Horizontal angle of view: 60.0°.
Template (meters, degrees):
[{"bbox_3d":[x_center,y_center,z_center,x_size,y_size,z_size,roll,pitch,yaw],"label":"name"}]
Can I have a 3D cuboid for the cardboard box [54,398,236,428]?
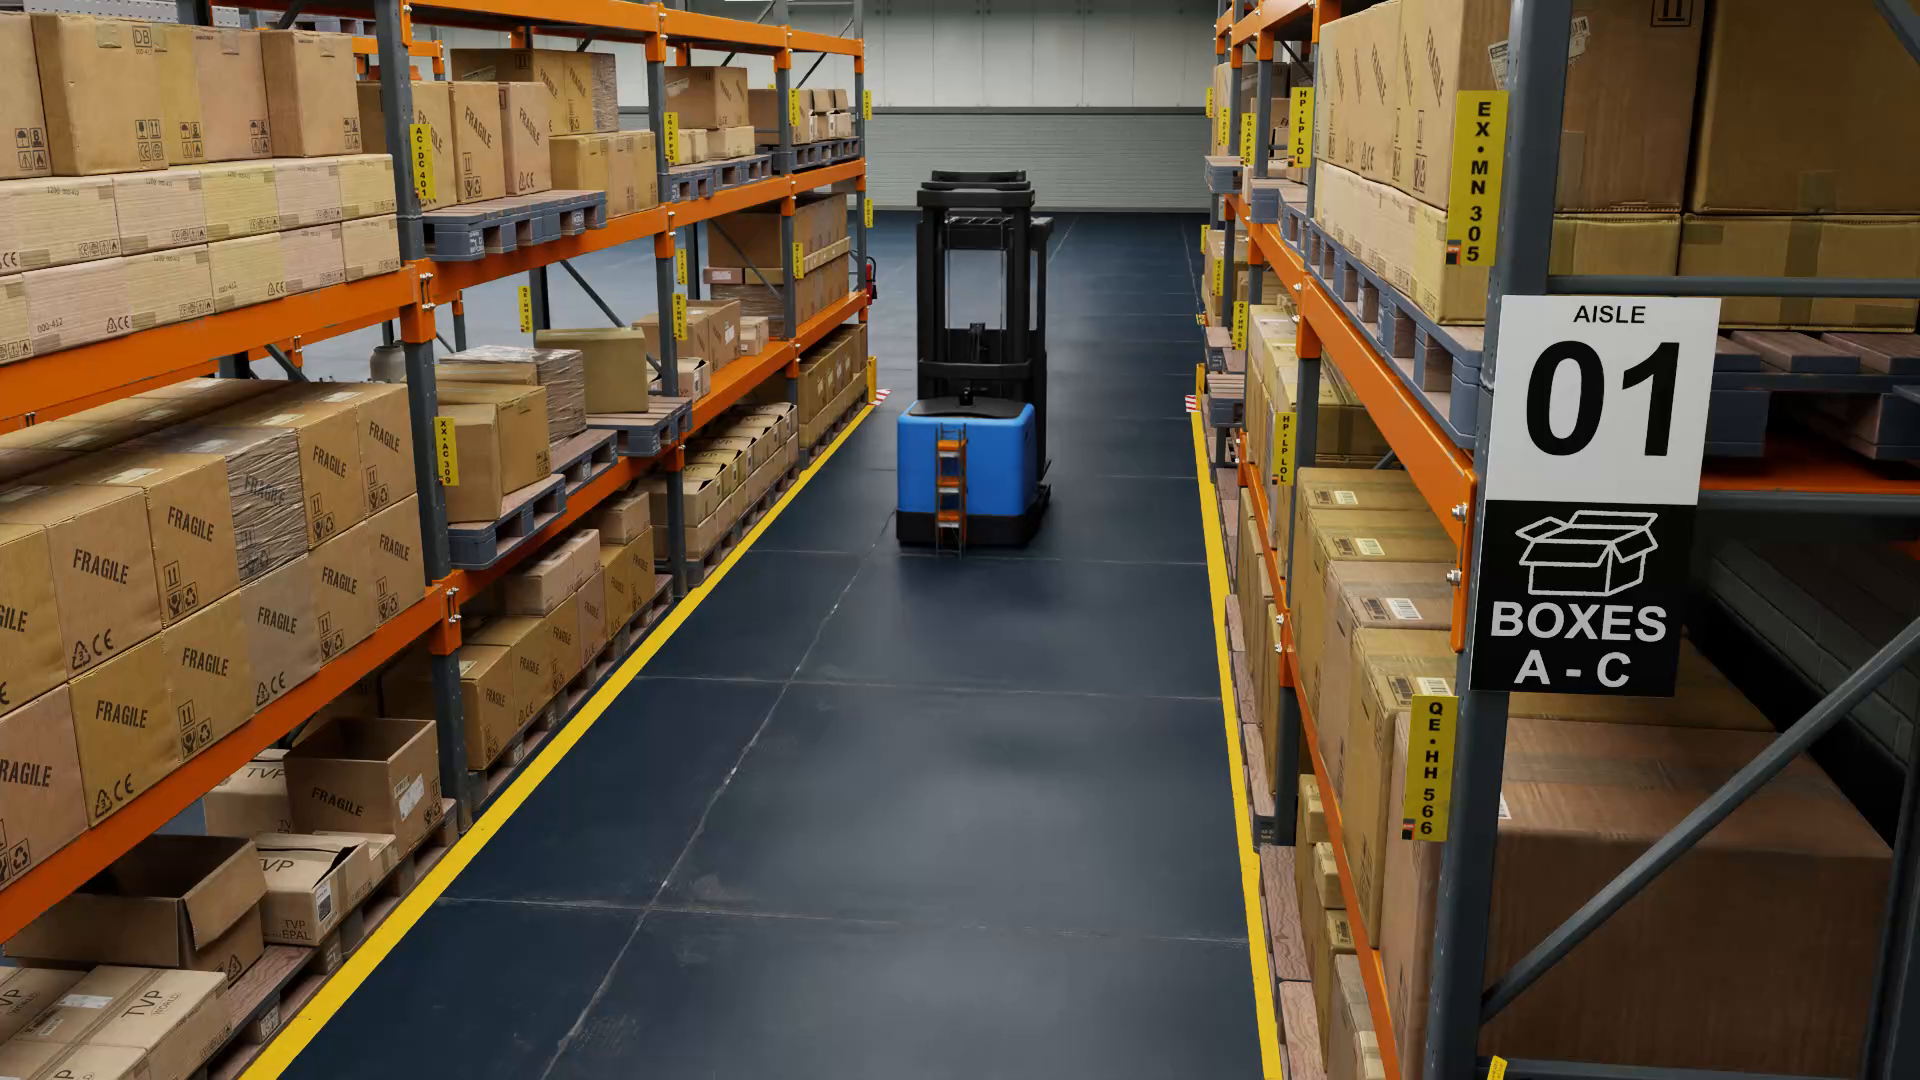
[{"bbox_3d":[-3.340,-0.294,6.897,0.500,0.500,0.500,1,15,5],"label":"cardboard box"}]

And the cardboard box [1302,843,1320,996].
[{"bbox_3d":[1.727,1.459,6.504,0.700,0.500,0.500,2,15,6],"label":"cardboard box"}]

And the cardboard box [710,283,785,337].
[{"bbox_3d":[-2.003,-2.249,16.043,0.700,0.500,0.500,1,15,5],"label":"cardboard box"}]

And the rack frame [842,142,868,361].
[{"bbox_3d":[-1.595,-3.123,19.466,1.000,3.000,0.127,2,15,6],"label":"rack frame"}]

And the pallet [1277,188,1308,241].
[{"bbox_3d":[2.282,-1.802,9.194,1.003,0.211,1.213,2,15,9],"label":"pallet"}]

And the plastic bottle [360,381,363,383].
[{"bbox_3d":[-6.395,-1.523,17.779,0.144,0.351,0.185,2,15,6],"label":"plastic bottle"}]

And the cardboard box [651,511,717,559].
[{"bbox_3d":[-2.147,-0.051,12.567,0.500,0.250,0.500,2,15,6],"label":"cardboard box"}]

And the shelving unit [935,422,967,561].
[{"bbox_3d":[-0.072,-0.380,13.058,0.215,1.050,0.252,2,15,8],"label":"shelving unit"}]

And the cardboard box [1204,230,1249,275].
[{"bbox_3d":[2.975,-3.163,18.424,0.500,0.500,0.500,2,15,6],"label":"cardboard box"}]

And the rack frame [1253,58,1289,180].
[{"bbox_3d":[2.425,-3.800,10.474,1.000,3.000,0.127,2,15,6],"label":"rack frame"}]

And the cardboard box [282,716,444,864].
[{"bbox_3d":[-2.732,1.139,7.648,0.500,0.500,0.500,2,15,6],"label":"cardboard box"}]

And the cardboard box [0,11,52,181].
[{"bbox_3d":[-3.268,-1.346,5.041,0.700,0.500,0.500,2,15,6],"label":"cardboard box"}]

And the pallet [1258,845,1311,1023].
[{"bbox_3d":[1.810,1.675,7.063,1.003,0.211,1.213,2,15,6],"label":"pallet"}]

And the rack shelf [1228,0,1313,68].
[{"bbox_3d":[2.650,-3.778,12.538,1.077,0.370,4.000,2,15,6],"label":"rack shelf"}]

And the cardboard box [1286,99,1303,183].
[{"bbox_3d":[2.428,-2.487,10.332,0.700,0.500,0.500,1,15,2],"label":"cardboard box"}]

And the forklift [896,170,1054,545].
[{"bbox_3d":[0.216,-1.711,14.376,1.130,2.935,3.031,2,15,8],"label":"forklift"}]

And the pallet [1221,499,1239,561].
[{"bbox_3d":[2.655,-0.076,13.537,1.003,0.211,1.213,2,15,6],"label":"pallet"}]

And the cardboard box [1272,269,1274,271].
[{"bbox_3d":[3.137,-2.356,15.441,0.500,0.500,0.500,1,15,5],"label":"cardboard box"}]

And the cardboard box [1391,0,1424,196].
[{"bbox_3d":[1.401,-1.145,4.256,0.500,0.500,0.500,2,15,8],"label":"cardboard box"}]

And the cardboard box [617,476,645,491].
[{"bbox_3d":[-2.683,-0.338,12.553,0.500,0.311,0.500,2,15,8],"label":"cardboard box"}]

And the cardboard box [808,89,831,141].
[{"bbox_3d":[-1.735,-4.277,16.717,0.797,0.503,0.637,3,16,12],"label":"cardboard box"}]

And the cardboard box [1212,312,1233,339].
[{"bbox_3d":[2.628,-2.010,15.598,0.500,0.250,0.500,2,15,6],"label":"cardboard box"}]

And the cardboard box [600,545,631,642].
[{"bbox_3d":[-2.429,0.330,10.643,0.500,0.500,0.500,1,15,4],"label":"cardboard box"}]

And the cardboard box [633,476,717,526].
[{"bbox_3d":[-2.147,-0.322,12.494,0.500,0.311,0.500,2,15,8],"label":"cardboard box"}]

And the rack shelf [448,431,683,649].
[{"bbox_3d":[-2.723,-0.182,9.969,1.077,0.370,4.000,2,15,6],"label":"rack shelf"}]

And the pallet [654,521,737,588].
[{"bbox_3d":[-2.366,0.085,12.942,1.003,0.211,1.213,2,15,6],"label":"pallet"}]

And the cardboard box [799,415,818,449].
[{"bbox_3d":[-1.693,-1.073,16.346,0.500,0.250,0.500,2,15,6],"label":"cardboard box"}]

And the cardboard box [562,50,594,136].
[{"bbox_3d":[-2.611,-2.782,10.351,0.500,0.500,0.500,2,15,6],"label":"cardboard box"}]

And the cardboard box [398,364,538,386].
[{"bbox_3d":[-2.811,-0.722,9.590,0.700,0.500,0.500,-2,15,-8],"label":"cardboard box"}]

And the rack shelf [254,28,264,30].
[{"bbox_3d":[-7.193,-4.070,13.617,1.077,0.370,4.000,2,15,6],"label":"rack shelf"}]

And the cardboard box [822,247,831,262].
[{"bbox_3d":[-1.593,-3.044,17.739,0.380,0.149,0.250,2,15,8],"label":"cardboard box"}]

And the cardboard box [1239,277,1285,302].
[{"bbox_3d":[2.715,-1.926,14.003,0.700,0.500,0.500,3,15,12],"label":"cardboard box"}]

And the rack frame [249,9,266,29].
[{"bbox_3d":[-6.968,-5.129,15.390,1.000,3.000,0.127,2,15,6],"label":"rack frame"}]

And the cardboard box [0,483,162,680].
[{"bbox_3d":[-2.976,0.123,5.355,0.500,0.500,0.500,2,15,7],"label":"cardboard box"}]

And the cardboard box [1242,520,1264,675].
[{"bbox_3d":[2.106,0.345,9.952,0.750,0.750,0.750,2,15,6],"label":"cardboard box"}]

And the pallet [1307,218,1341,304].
[{"bbox_3d":[1.871,-1.059,6.257,1.003,0.211,1.213,2,15,6],"label":"pallet"}]

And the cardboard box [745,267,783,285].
[{"bbox_3d":[-1.824,-2.511,15.769,0.380,0.149,0.250,2,15,6],"label":"cardboard box"}]

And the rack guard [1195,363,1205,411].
[{"bbox_3d":[3.319,-1.752,19.184,1.175,0.500,0.348,2,15,6],"label":"rack guard"}]

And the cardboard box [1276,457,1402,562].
[{"bbox_3d":[1.775,-0.195,7.836,0.500,0.500,0.500,1,15,5],"label":"cardboard box"}]

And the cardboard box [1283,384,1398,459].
[{"bbox_3d":[1.772,-0.558,7.744,0.500,0.250,0.500,2,15,8],"label":"cardboard box"}]

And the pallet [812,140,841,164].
[{"bbox_3d":[-1.836,-4.029,17.238,1.003,0.211,1.213,2,15,6],"label":"pallet"}]

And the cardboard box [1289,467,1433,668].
[{"bbox_3d":[1.896,0.129,6.863,0.980,0.700,0.700,2,15,7],"label":"cardboard box"}]

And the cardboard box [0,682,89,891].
[{"bbox_3d":[-3.035,0.737,4.999,0.500,0.500,0.500,2,15,6],"label":"cardboard box"}]

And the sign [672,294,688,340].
[{"bbox_3d":[-1.957,-1.556,11.602,0.100,0.325,0.005,2,15,6],"label":"sign"}]

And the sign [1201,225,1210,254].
[{"bbox_3d":[2.788,-3.412,18.876,0.100,0.325,0.005,2,15,6],"label":"sign"}]

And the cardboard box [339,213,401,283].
[{"bbox_3d":[-2.740,-1.253,7.089,0.500,0.250,0.500,2,15,6],"label":"cardboard box"}]

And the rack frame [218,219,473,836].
[{"bbox_3d":[-2.949,-0.011,7.956,1.000,3.000,0.127,2,15,6],"label":"rack frame"}]

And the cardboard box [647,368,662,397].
[{"bbox_3d":[-2.413,-1.099,12.149,0.500,0.311,0.500,3,15,10],"label":"cardboard box"}]

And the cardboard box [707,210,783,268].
[{"bbox_3d":[-2.003,-2.876,15.874,0.700,0.500,0.500,2,15,7],"label":"cardboard box"}]

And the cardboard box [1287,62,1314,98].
[{"bbox_3d":[3.215,-4.048,14.995,0.500,0.500,0.500,2,15,7],"label":"cardboard box"}]

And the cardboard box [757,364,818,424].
[{"bbox_3d":[-1.683,-1.434,16.247,0.500,0.500,0.500,2,15,6],"label":"cardboard box"}]

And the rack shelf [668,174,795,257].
[{"bbox_3d":[-2.272,-2.668,13.414,1.077,0.370,4.000,2,15,6],"label":"rack shelf"}]

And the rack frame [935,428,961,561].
[{"bbox_3d":[-0.090,-0.349,12.941,0.200,1.050,0.008,2,15,8],"label":"rack frame"}]

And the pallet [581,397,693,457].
[{"bbox_3d":[-2.504,-0.778,11.160,1.213,0.211,1.003,2,15,6],"label":"pallet"}]

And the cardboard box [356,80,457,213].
[{"bbox_3d":[-2.819,-1.887,7.959,0.600,0.600,0.600,0,15,1],"label":"cardboard box"}]

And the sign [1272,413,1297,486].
[{"bbox_3d":[1.433,-0.400,7.329,0.100,0.325,0.005,2,15,6],"label":"sign"}]

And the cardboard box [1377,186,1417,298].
[{"bbox_3d":[1.398,-0.788,4.375,0.500,0.250,0.500,1,15,4],"label":"cardboard box"}]

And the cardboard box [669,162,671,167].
[{"bbox_3d":[-2.461,-2.883,12.312,0.500,0.250,0.500,2,15,8],"label":"cardboard box"}]
